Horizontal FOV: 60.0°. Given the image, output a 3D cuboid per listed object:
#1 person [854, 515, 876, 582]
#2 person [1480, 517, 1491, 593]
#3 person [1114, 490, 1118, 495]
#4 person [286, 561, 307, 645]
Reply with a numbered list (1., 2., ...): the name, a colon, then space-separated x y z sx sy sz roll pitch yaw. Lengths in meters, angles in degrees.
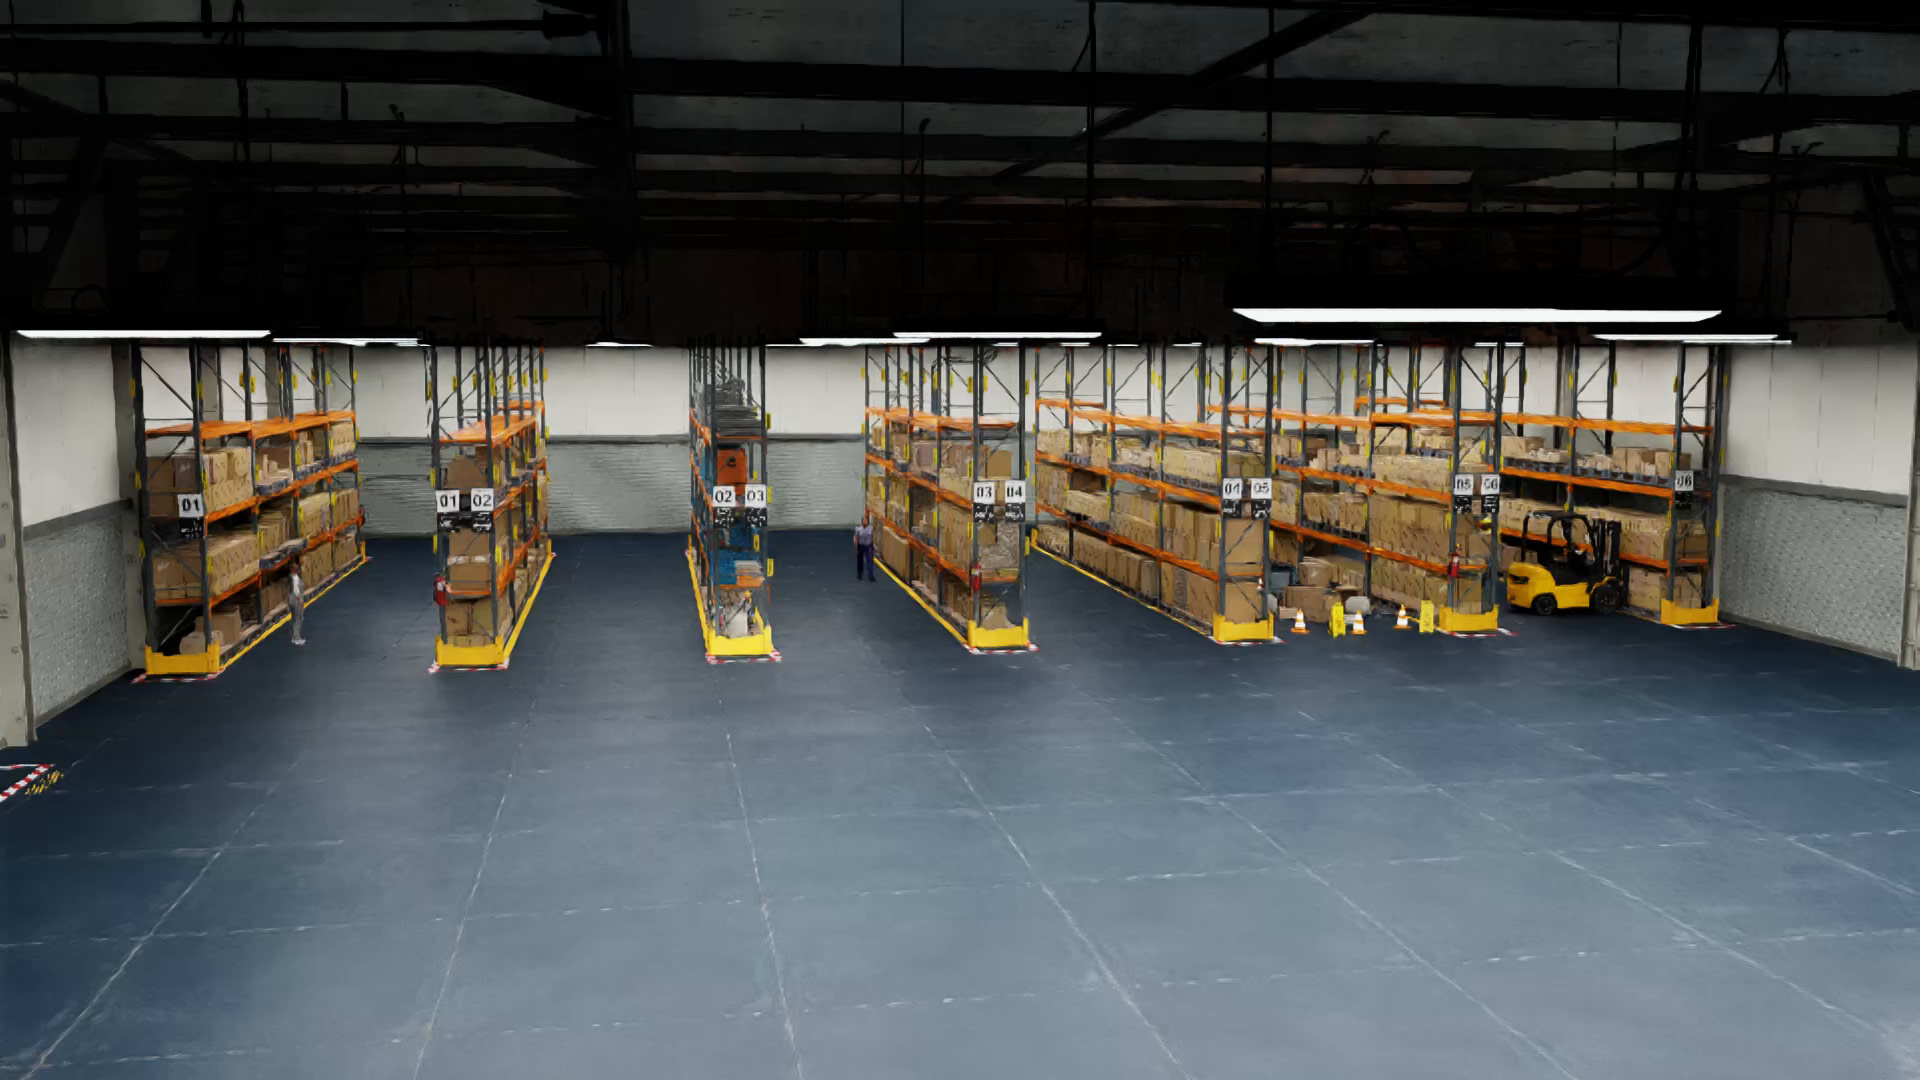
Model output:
1. person: -2.250 0.176 39.080 0.479 1.567 1.081 -1 7 -8
2. person: 12.364 0.343 39.210 0.580 1.763 0.673 2 7 17
3. person: 4.491 -0.599 47.992 0.465 1.650 0.498 2 7 19
4. person: -12.939 1.236 32.427 0.345 1.642 0.482 -5 8 -39
